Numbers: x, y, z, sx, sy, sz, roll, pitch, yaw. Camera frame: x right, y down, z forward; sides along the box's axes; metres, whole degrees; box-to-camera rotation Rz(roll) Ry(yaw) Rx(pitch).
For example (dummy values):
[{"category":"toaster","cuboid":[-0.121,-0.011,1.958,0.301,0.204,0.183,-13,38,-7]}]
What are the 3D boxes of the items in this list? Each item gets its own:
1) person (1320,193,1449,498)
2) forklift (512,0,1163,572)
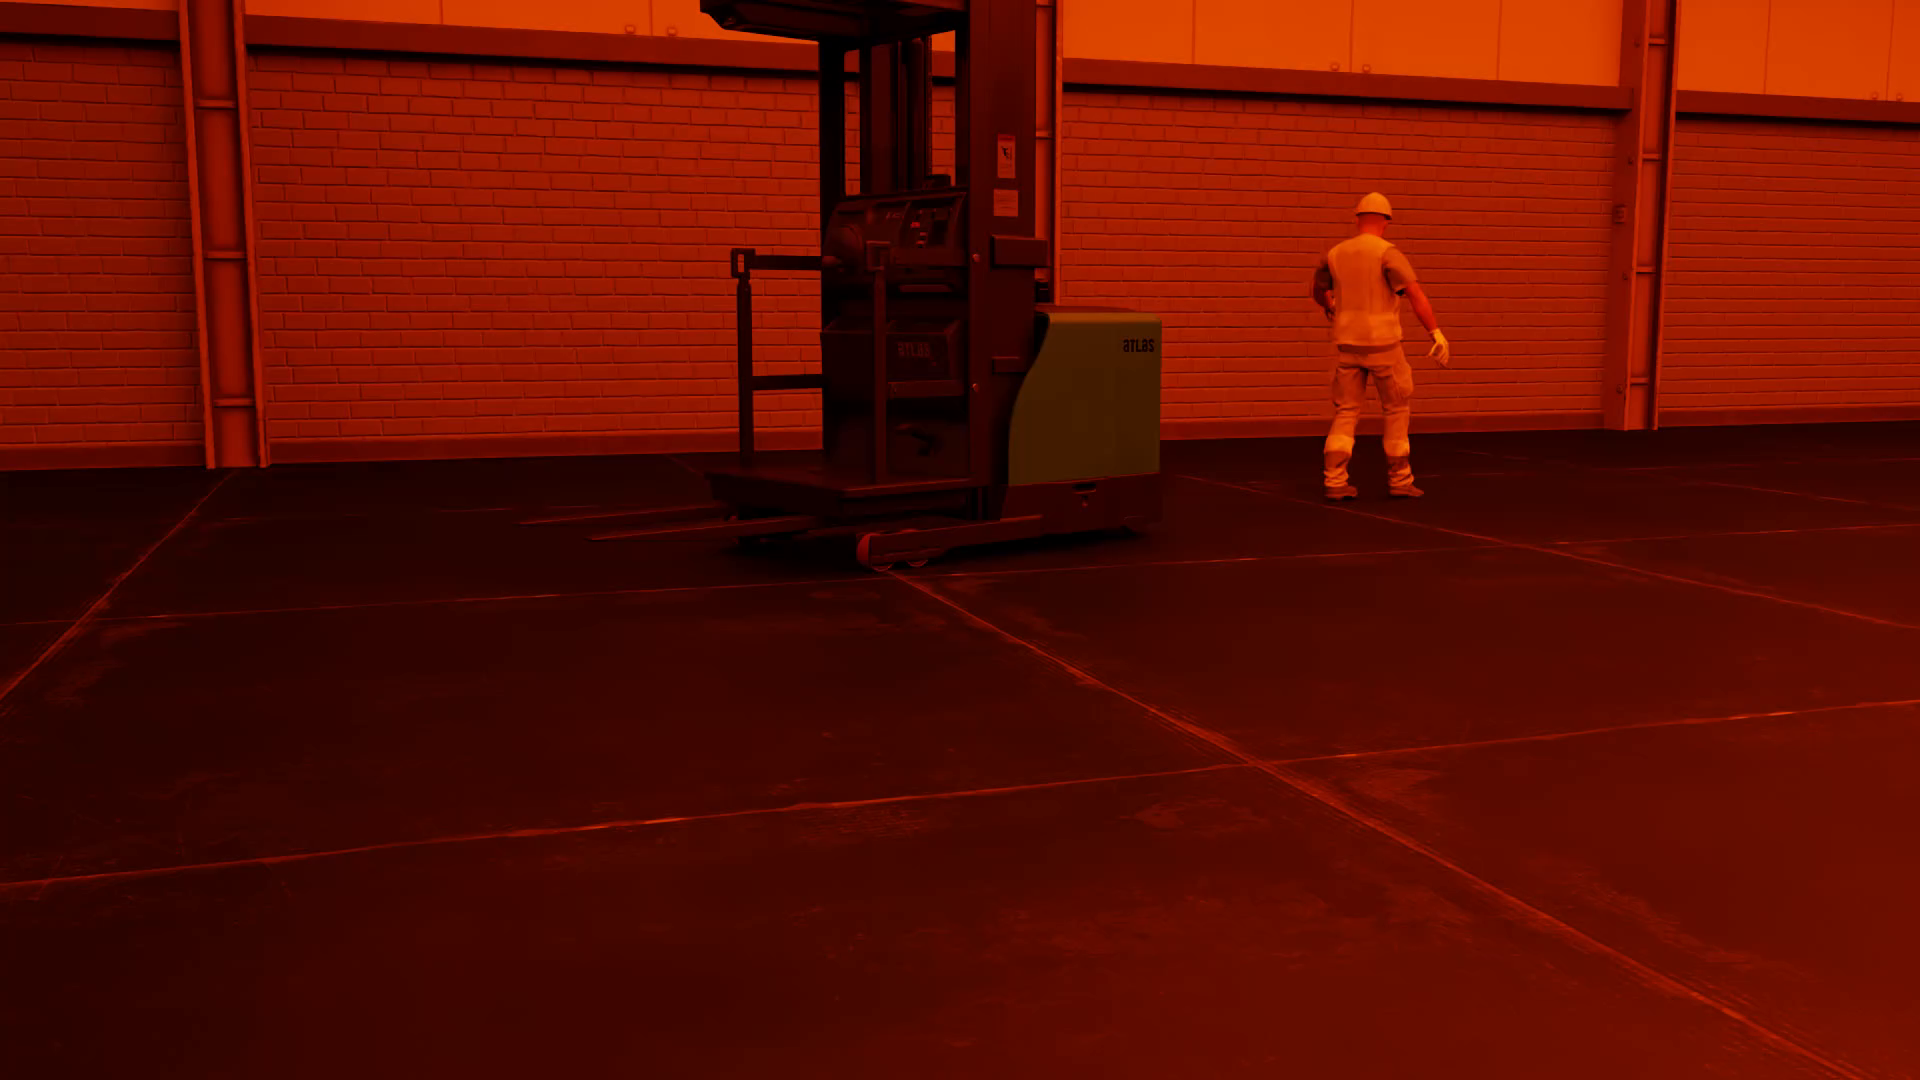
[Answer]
[{"category":"person","cuboid":[2.464,-1.112,9.639,1.001,1.763,0.752,7,11,43]},{"category":"forklift","cuboid":[-0.461,-1.399,7.333,3.031,2.935,1.130,-7,10,-40]}]
